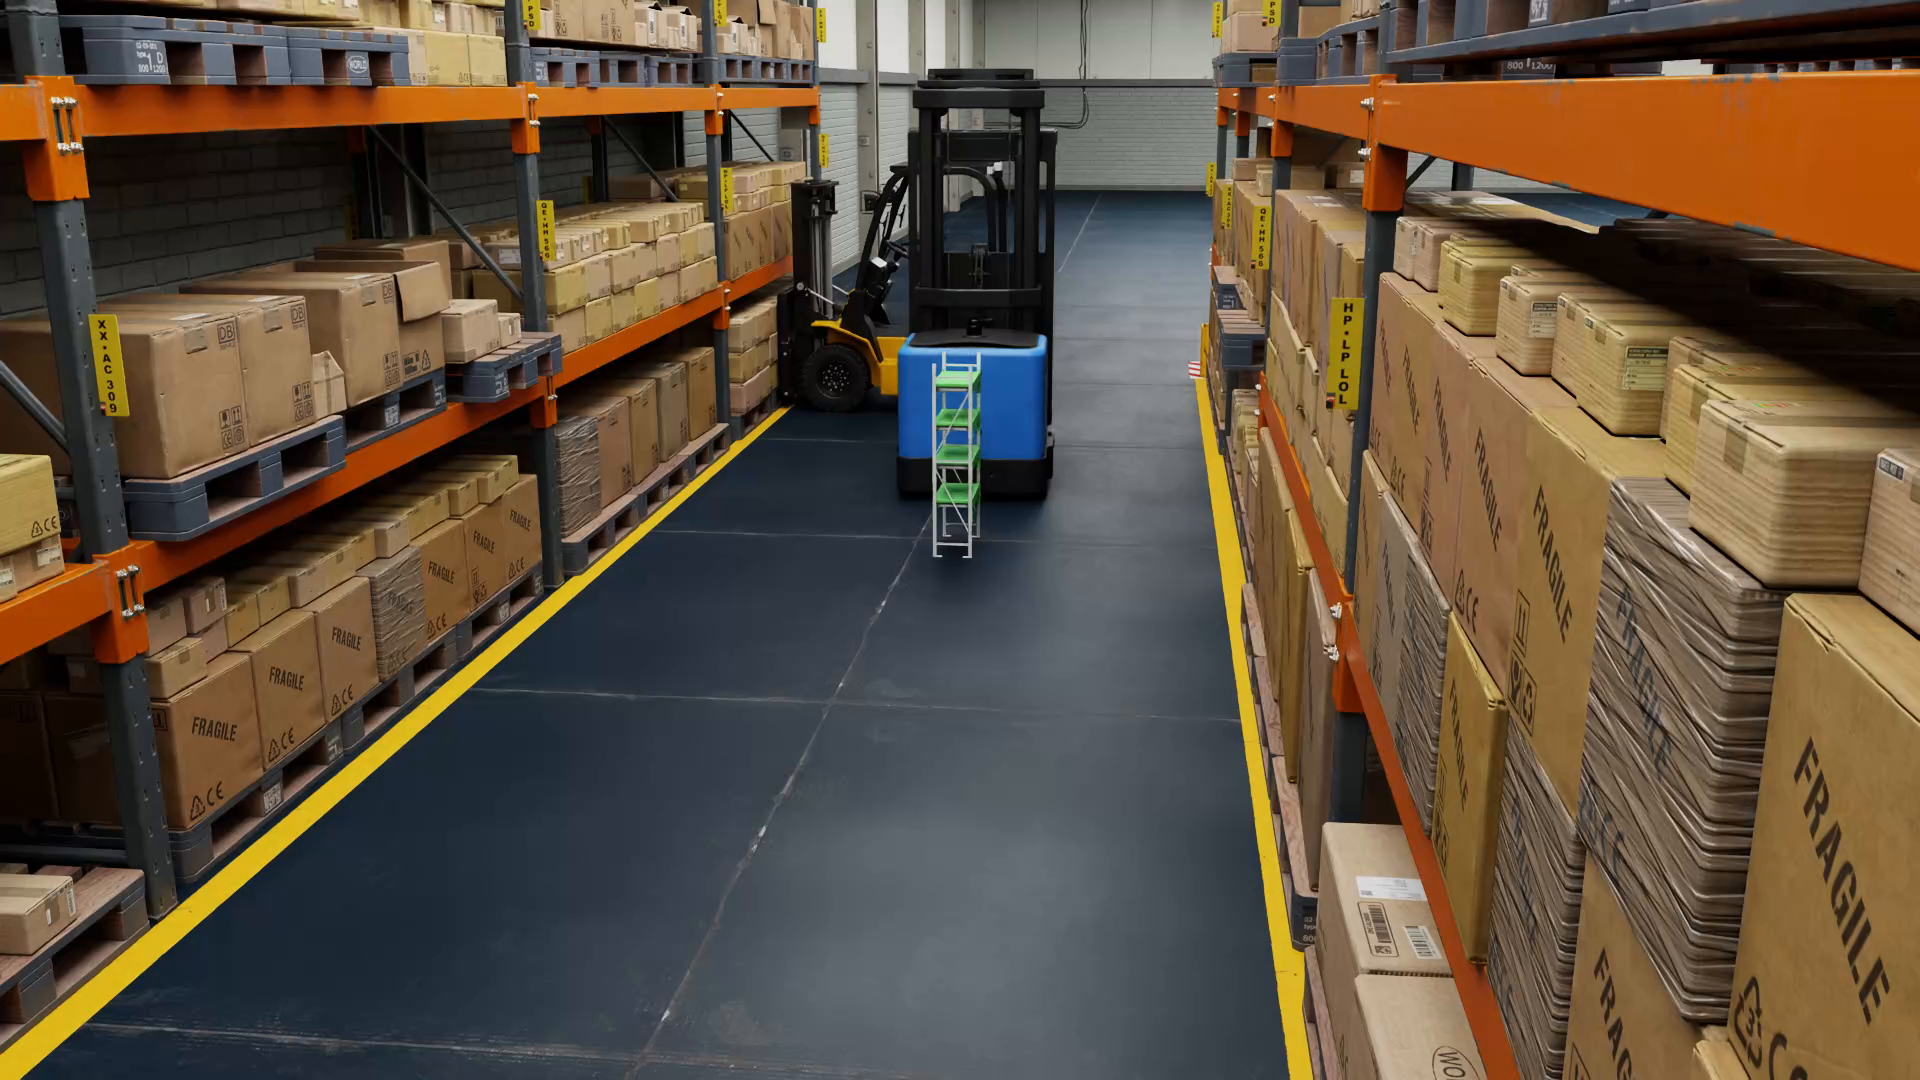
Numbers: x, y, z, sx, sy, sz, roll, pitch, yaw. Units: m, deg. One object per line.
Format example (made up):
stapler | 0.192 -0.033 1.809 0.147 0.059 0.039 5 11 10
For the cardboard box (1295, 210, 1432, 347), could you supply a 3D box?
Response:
cardboard box | 1.640 -1.062 6.737 0.500 0.500 0.500 2 15 7

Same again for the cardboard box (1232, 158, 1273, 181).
cardboard box | 2.166 -2.679 12.015 0.380 0.149 0.250 2 15 6

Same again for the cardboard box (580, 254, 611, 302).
cardboard box | -2.463 -1.597 10.153 0.500 0.250 0.500 2 15 8

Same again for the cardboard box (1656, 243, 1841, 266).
cardboard box | 1.763 -0.567 3.663 0.380 0.149 0.250 2 15 6

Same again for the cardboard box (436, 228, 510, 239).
cardboard box | -3.011 -1.845 10.304 0.380 0.149 0.250 1 15 5

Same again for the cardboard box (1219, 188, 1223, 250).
cardboard box | 2.532 -2.799 14.505 0.500 0.500 0.500 1 15 5

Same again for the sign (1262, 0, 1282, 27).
sign | 1.580 -2.760 8.384 0.100 0.325 0.005 2 15 6

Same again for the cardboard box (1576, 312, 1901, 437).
cardboard box | 1.147 -0.246 2.477 0.380 0.149 0.250 2 15 8

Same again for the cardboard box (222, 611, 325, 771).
cardboard box | -2.936 0.593 6.705 0.500 0.500 0.500 1 15 6

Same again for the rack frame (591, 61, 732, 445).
rack frame | -2.362 -2.228 13.156 1.000 3.000 0.127 2 15 6

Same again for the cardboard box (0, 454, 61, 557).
cardboard box | -3.080 -0.085 4.948 0.500 0.250 0.500 2 15 8

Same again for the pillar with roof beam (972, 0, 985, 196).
pillar with roof beam | 4.778 -13.662 43.946 9.100 9.000 0.400 2 15 6

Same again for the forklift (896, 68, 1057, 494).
forklift | 0.178 -2.070 12.703 1.130 2.935 3.031 1 15 4

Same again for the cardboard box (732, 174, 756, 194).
cardboard box | -1.941 -3.008 14.035 0.380 0.149 0.250 2 15 8

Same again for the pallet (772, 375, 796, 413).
pallet | -2.096 -1.405 15.452 1.003 0.211 1.213 2 15 6

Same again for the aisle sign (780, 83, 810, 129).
aisle sign | -1.612 -4.529 16.684 0.394 0.787 0.004 2 15 6

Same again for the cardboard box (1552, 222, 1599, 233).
cardboard box | 2.092 -0.907 6.164 0.500 0.500 0.500 1 15 5

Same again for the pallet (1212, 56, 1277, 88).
pallet | 2.395 -3.283 11.671 1.213 0.211 1.003 2 15 6

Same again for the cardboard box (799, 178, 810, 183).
cardboard box | -1.671 -3.462 16.283 0.380 0.149 0.250 2 15 7

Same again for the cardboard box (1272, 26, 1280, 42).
cardboard box | 2.263 -2.940 9.843 0.797 0.503 0.637 2 15 6

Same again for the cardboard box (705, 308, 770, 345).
cardboard box | -1.928 -1.835 14.249 0.500 0.250 0.500 2 15 6

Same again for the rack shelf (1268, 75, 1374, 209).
rack shelf | 1.893 -1.628 6.566 1.077 0.370 4.000 2 15 6

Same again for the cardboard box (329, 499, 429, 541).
cardboard box | -2.794 -0.094 8.004 0.380 0.149 0.250 1 15 5

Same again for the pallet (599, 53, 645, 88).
pallet | -2.703 -3.016 10.686 1.003 0.211 1.213 2 15 9

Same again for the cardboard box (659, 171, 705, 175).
cardboard box | -2.450 -3.156 14.583 0.380 0.149 0.250 2 15 6

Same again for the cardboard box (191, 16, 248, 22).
cardboard box | -3.178 -2.214 6.842 0.380 0.149 0.250 2 15 7

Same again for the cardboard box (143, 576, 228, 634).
cardboard box | -2.978 0.240 6.200 0.380 0.149 0.250 1 15 4

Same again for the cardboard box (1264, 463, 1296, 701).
cardboard box | 1.854 0.185 7.496 0.875 0.875 0.875 2 15 7

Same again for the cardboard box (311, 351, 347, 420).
cardboard box | -2.727 -0.640 6.736 0.396 0.266 0.258 2 15 9

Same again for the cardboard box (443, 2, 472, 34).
cardboard box | -2.663 -2.593 8.282 0.380 0.149 0.250 1 15 5

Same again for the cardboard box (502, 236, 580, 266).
cardboard box | -2.456 -1.695 9.751 0.380 0.149 0.250 2 15 7

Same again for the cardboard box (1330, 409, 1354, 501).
cardboard box | 1.476 -0.299 5.349 0.500 0.250 0.500 2 15 6

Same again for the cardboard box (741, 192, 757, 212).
cardboard box | -1.934 -2.862 14.065 0.380 0.149 0.250 2 15 7

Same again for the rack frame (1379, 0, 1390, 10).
rack frame | 1.667 -2.904 4.162 1.000 3.000 0.127 2 15 6

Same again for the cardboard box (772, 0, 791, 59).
cardboard box | -1.934 -4.628 15.098 0.700 0.500 0.500 2 15 7

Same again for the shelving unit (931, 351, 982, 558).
shelving unit | -0.019 -0.536 10.347 0.258 1.200 0.503 2 15 6

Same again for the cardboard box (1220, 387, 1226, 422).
cardboard box | 2.370 -1.120 13.519 0.500 0.250 0.500 2 15 9

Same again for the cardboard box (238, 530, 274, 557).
cardboard box | -3.348 0.032 7.539 0.380 0.149 0.250 1 15 4

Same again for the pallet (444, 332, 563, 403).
pallet | -2.820 -0.920 8.686 1.213 0.211 1.003 2 15 6

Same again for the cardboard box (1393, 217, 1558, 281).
cardboard box | 1.374 -0.778 4.443 0.380 0.149 0.250 1 15 5

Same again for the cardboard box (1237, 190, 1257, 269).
cardboard box | 2.060 -1.973 10.647 0.500 0.500 0.500 1 15 4

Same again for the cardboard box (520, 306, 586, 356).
cardboard box | -2.521 -1.226 9.738 0.500 0.250 0.500 2 15 6

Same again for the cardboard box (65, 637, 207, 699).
cardboard box | -2.960 0.452 5.984 0.380 0.149 0.250 2 15 9

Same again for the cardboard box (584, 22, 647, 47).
cardboard box | -2.272 -3.312 10.902 0.380 0.149 0.250 2 15 6

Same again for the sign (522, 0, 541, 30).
sign | -2.275 -2.872 8.799 0.100 0.325 0.005 2 15 6

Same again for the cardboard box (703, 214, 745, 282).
cardboard box | -2.053 -2.384 13.540 0.500 0.500 0.500 1 15 5

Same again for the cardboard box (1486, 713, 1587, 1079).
cardboard box | 1.127 0.585 2.561 0.500 0.500 0.500 2 15 8

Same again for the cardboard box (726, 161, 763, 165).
cardboard box | -2.161 -3.690 16.557 0.380 0.149 0.250 1 15 5

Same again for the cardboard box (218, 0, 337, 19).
cardboard box | -2.686 -2.127 6.522 0.380 0.149 0.250 2 15 8

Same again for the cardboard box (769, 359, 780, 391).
cardboard box | -1.894 -1.485 14.871 0.500 0.250 0.500 2 15 7

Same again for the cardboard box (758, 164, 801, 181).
cardboard box | -1.741 -3.538 15.996 0.380 0.149 0.250 2 15 8

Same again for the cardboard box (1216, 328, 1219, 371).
cardboard box | 2.482 -1.746 14.399 0.500 0.500 0.500 3 15 9

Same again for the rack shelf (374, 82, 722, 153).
rack shelf | -2.588 -2.810 10.940 1.077 0.370 4.000 2 15 6

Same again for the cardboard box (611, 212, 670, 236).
cardboard box | -2.261 -2.227 11.717 0.380 0.149 0.250 1 15 5

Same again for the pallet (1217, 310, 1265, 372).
pallet | 2.093 -1.141 9.502 1.213 0.211 1.003 2 15 6

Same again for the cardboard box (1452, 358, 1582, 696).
cardboard box | 1.181 -0.029 2.914 0.500 0.500 0.500 2 15 6

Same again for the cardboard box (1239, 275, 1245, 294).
cardboard box | 2.019 -1.693 10.854 0.380 0.149 0.250 2 15 8

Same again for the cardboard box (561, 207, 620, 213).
cardboard box | -2.726 -2.372 12.253 0.380 0.149 0.250 2 15 6
